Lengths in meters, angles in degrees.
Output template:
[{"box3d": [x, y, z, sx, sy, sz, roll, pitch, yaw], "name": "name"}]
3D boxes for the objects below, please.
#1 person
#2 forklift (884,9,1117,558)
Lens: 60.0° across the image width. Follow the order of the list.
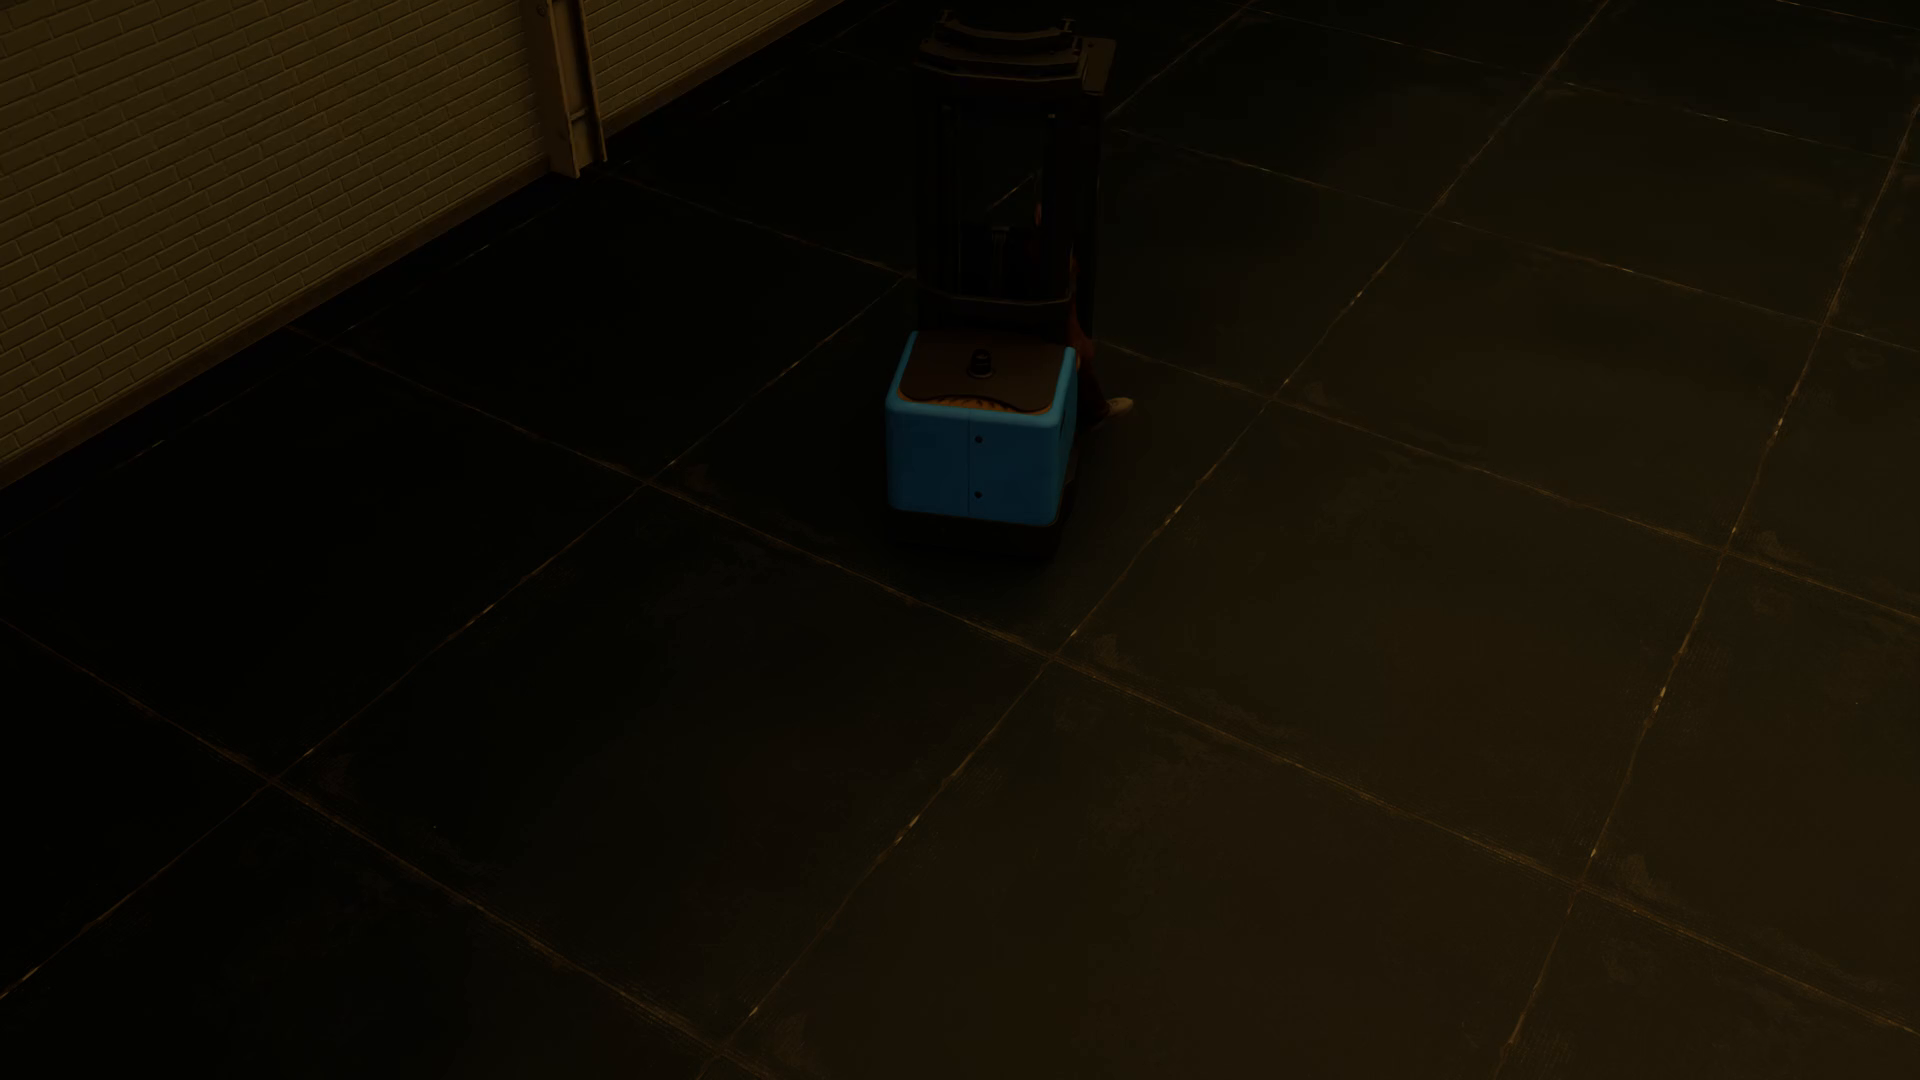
[{"box3d": [0.671, -1.362, 10.401, 0.969, 1.721, 0.750, -23, 45, -24], "name": "person"}, {"box3d": [0.321, -1.968, 10.290, 1.130, 2.935, 3.031, 7, 41, 8], "name": "forklift"}]
